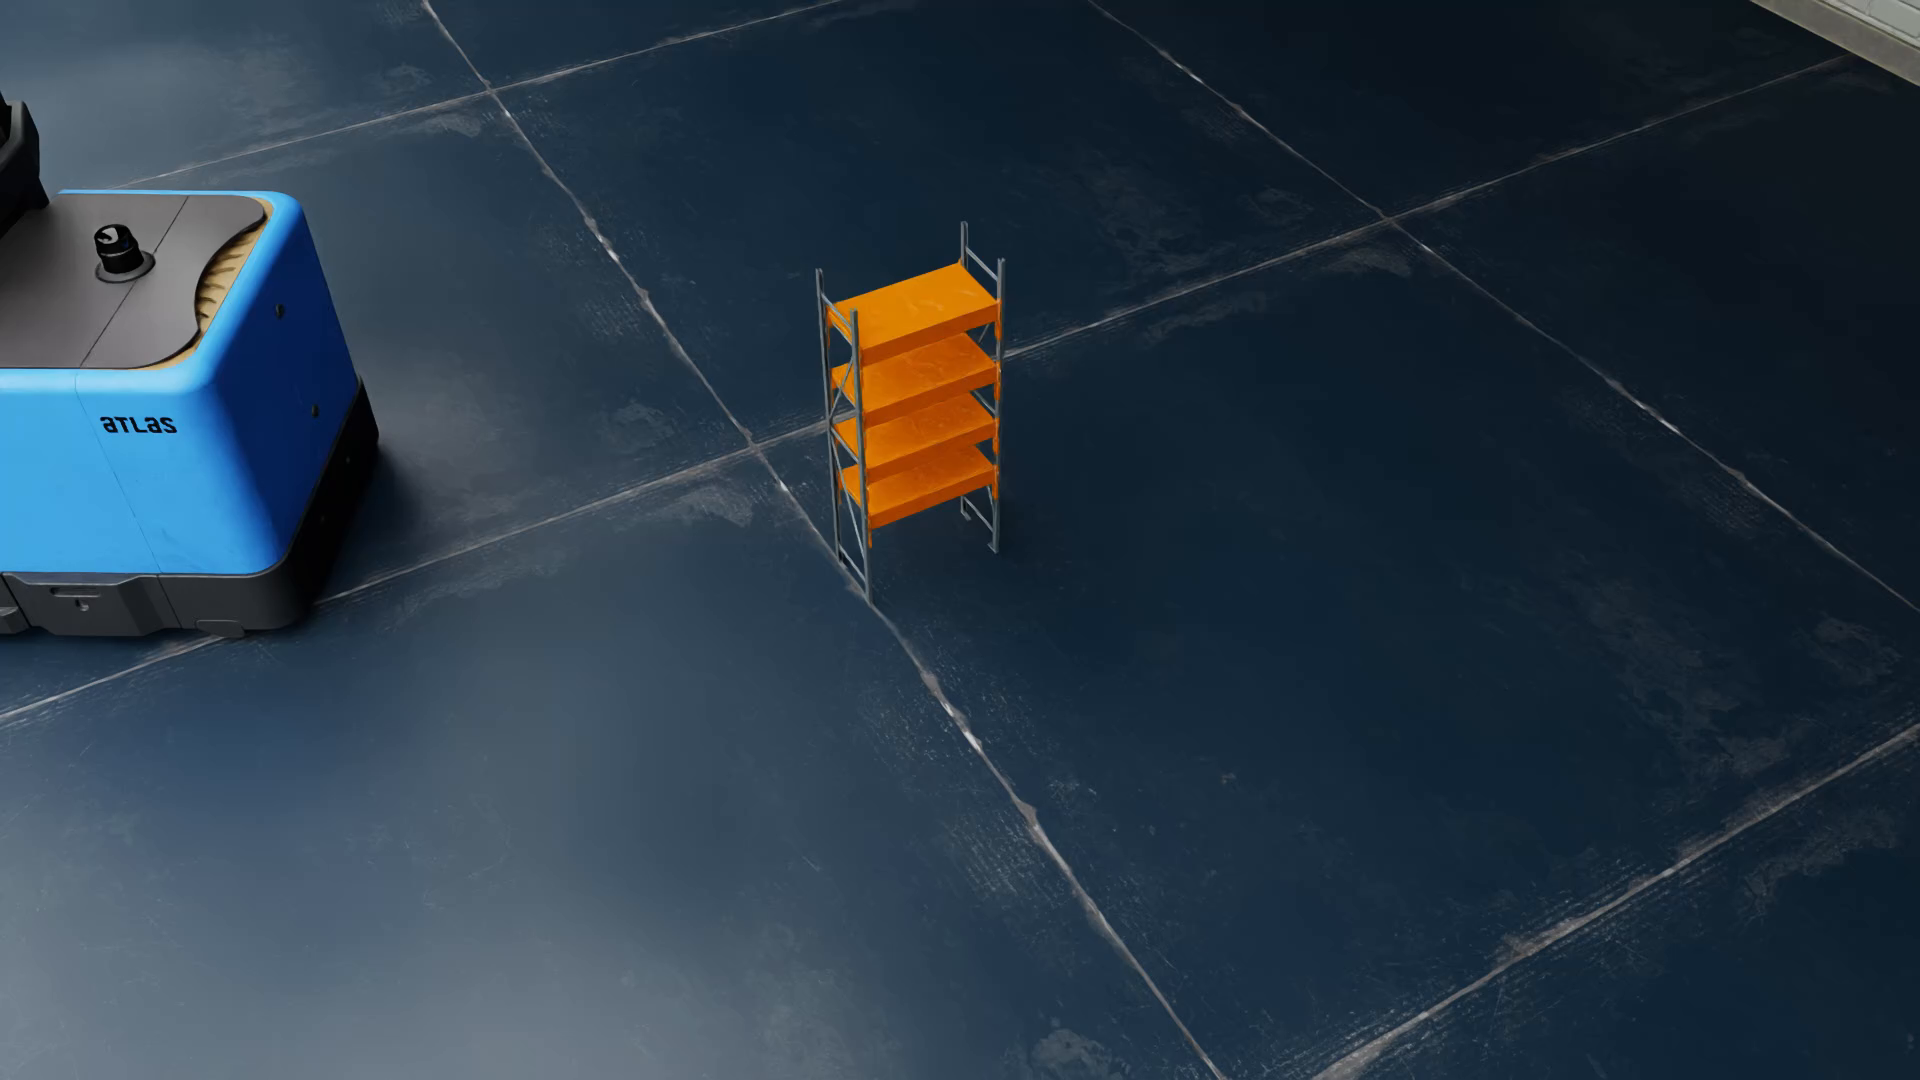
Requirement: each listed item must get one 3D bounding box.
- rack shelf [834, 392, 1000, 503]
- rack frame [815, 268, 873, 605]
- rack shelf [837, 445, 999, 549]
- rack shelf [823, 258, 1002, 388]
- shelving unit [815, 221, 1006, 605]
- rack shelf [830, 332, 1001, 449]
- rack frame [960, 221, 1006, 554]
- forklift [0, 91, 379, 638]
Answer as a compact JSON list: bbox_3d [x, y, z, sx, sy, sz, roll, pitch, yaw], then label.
[{"bbox_3d":[-0.144,-0.325,5.320,0.480,0.148,0.258,-22,48,-21],"label":"rack shelf"},{"bbox_3d":[-0.355,-0.288,5.186,0.015,1.200,0.240,-22,48,-21],"label":"rack frame"},{"bbox_3d":[-0.144,-0.182,5.458,0.480,0.148,0.258,-22,48,-21],"label":"rack shelf"},{"bbox_3d":[-0.144,-0.655,4.999,0.480,0.148,0.258,-22,48,-21],"label":"rack shelf"},{"bbox_3d":[-0.144,-0.373,5.273,0.503,1.200,0.258,-22,48,-21],"label":"shelving unit"},{"bbox_3d":[-0.144,-0.485,5.164,0.480,0.148,0.258,-22,48,-21],"label":"rack shelf"},{"bbox_3d":[0.068,-0.458,5.360,0.015,1.200,0.240,-22,48,-21],"label":"rack frame"},{"bbox_3d":[-3.630,-1.094,4.772,3.031,2.935,1.130,1,44,1],"label":"forklift"}]
